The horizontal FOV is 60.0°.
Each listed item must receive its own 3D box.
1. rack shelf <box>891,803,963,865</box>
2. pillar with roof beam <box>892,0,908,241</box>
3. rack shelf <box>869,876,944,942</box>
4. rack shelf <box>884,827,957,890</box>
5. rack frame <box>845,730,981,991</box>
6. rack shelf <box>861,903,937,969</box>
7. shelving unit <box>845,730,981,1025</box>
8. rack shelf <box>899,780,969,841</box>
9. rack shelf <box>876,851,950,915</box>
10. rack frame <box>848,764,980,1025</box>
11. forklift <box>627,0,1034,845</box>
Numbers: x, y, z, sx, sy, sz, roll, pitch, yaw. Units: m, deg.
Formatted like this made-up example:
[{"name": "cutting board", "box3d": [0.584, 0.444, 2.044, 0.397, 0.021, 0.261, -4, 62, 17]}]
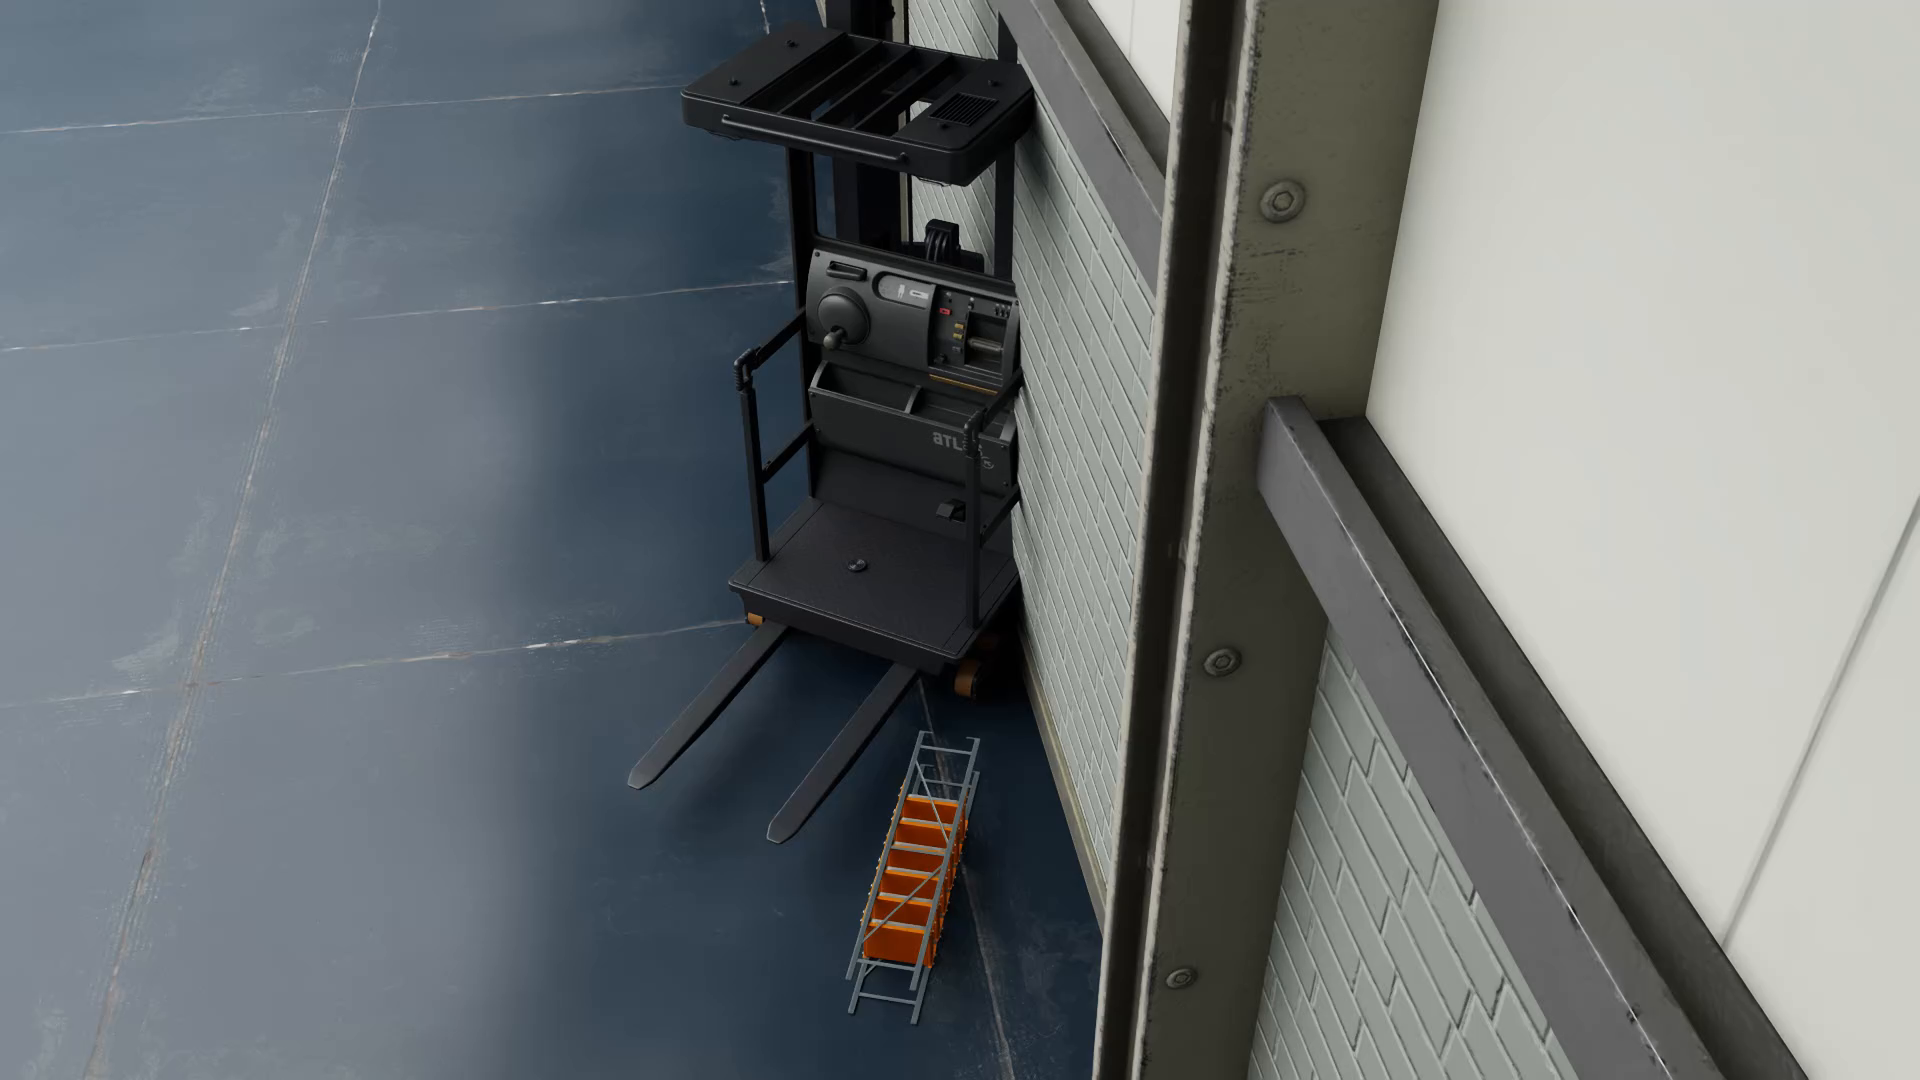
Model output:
[{"name": "rack shelf", "box3d": [-0.121, 1.093, 6.185, 0.258, 0.180, 0.103, 7, 38, 9]}, {"name": "pillar with roof beam", "box3d": [-4.713, -4.653, 6.404, 9.100, 9.000, 0.400, -6, 38, -8]}, {"name": "rack shelf", "box3d": [-0.189, 1.310, 5.906, 0.258, 0.180, 0.103, 7, 38, 9]}, {"name": "rack shelf", "box3d": [-0.143, 1.165, 6.092, 0.258, 0.180, 0.103, 7, 38, 9]}, {"name": "rack frame", "box3d": [-0.152, 1.120, 6.001, 0.240, 0.006, 1.200, 7, 38, 9]}, {"name": "rack shelf", "box3d": [-0.211, 1.382, 5.813, 0.258, 0.180, 0.103, 7, 38, 9]}, {"name": "shelving unit", "box3d": [-0.152, 1.192, 6.058, 0.258, 0.189, 1.200, 7, 38, 9]}, {"name": "rack shelf", "box3d": [-0.098, 1.021, 6.278, 0.258, 0.180, 0.103, 7, 38, 9]}, {"name": "rack shelf", "box3d": [-0.166, 1.238, 5.999, 0.258, 0.180, 0.103, 7, 38, 9]}, {"name": "rack frame", "box3d": [-0.152, 1.265, 6.114, 0.240, 0.006, 1.200, 7, 38, 9]}, {"name": "forklift", "box3d": [-0.278, -0.811, 6.405, 1.130, 2.935, 3.031, 17, 41, 20]}]
